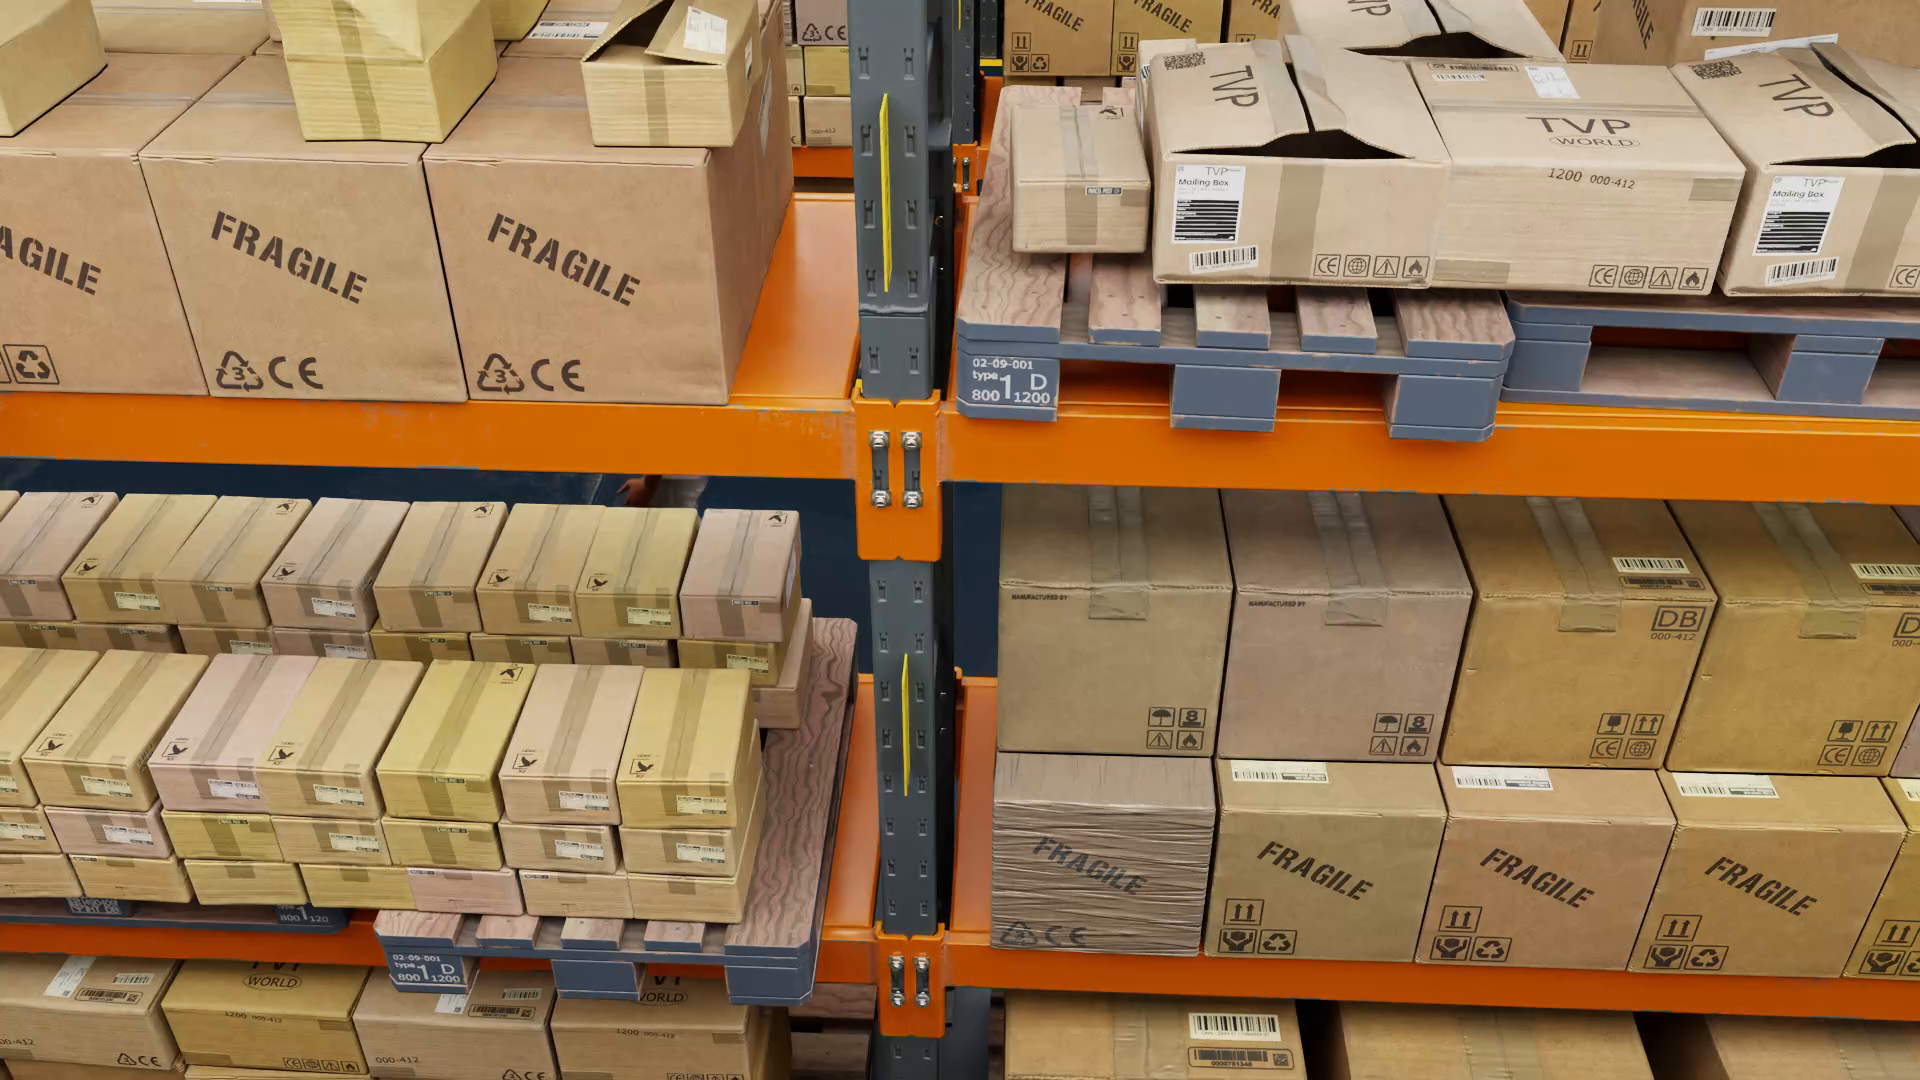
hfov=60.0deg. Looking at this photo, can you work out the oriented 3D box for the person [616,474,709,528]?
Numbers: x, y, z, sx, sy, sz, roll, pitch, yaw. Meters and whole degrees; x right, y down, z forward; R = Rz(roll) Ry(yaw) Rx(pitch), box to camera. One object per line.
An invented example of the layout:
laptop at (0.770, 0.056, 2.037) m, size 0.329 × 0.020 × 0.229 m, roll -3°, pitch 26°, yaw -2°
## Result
person at (-1.150, -0.328, 6.608) m, size 0.396 × 1.745 × 0.578 m, roll 2°, pitch 36°, yaw 3°
